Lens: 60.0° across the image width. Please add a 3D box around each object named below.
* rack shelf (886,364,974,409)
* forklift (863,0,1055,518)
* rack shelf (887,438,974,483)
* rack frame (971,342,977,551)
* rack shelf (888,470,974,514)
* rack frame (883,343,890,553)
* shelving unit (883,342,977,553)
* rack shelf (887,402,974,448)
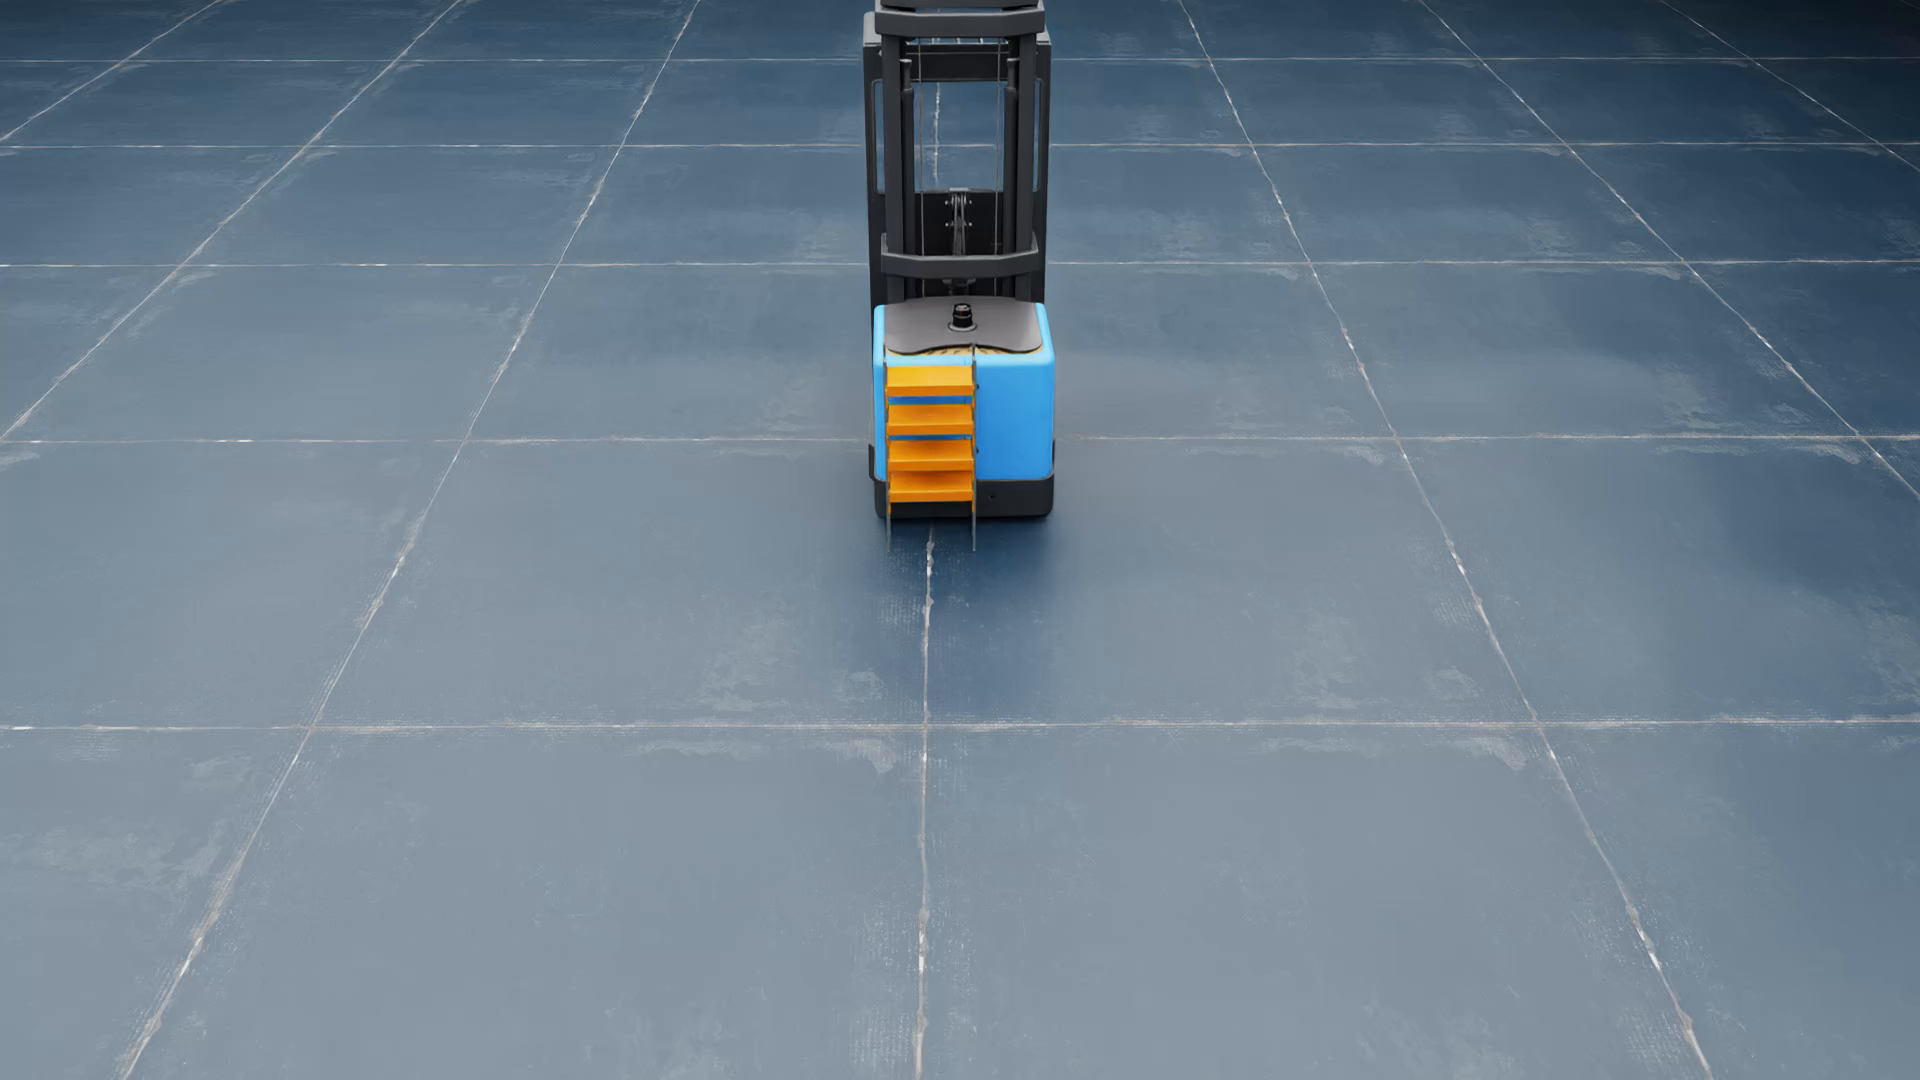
[{"bbox_3d":[-0.166,-0.842,9.113,0.480,0.148,0.258,-1,31,-2],"label":"rack shelf"},{"bbox_3d":[-0.026,-2.112,10.294,1.130,2.935,3.031,-1,31,-2],"label":"forklift"},{"bbox_3d":[-0.166,-0.448,9.351,0.480,0.148,0.258,-1,31,-2],"label":"rack shelf"},{"bbox_3d":[0.078,-0.511,9.324,0.015,1.200,0.240,-1,31,-2],"label":"rack frame"},{"bbox_3d":[-0.166,-0.279,9.454,0.480,0.148,0.258,-1,31,-2],"label":"rack shelf"},{"bbox_3d":[-0.410,-0.501,9.309,0.015,1.200,0.240,-1,31,-2],"label":"rack frame"},{"bbox_3d":[-0.166,-0.506,9.316,0.503,1.200,0.258,-1,31,-2],"label":"shelving unit"},{"bbox_3d":[-0.166,-0.640,9.235,0.480,0.148,0.258,-1,31,-2],"label":"rack shelf"}]
